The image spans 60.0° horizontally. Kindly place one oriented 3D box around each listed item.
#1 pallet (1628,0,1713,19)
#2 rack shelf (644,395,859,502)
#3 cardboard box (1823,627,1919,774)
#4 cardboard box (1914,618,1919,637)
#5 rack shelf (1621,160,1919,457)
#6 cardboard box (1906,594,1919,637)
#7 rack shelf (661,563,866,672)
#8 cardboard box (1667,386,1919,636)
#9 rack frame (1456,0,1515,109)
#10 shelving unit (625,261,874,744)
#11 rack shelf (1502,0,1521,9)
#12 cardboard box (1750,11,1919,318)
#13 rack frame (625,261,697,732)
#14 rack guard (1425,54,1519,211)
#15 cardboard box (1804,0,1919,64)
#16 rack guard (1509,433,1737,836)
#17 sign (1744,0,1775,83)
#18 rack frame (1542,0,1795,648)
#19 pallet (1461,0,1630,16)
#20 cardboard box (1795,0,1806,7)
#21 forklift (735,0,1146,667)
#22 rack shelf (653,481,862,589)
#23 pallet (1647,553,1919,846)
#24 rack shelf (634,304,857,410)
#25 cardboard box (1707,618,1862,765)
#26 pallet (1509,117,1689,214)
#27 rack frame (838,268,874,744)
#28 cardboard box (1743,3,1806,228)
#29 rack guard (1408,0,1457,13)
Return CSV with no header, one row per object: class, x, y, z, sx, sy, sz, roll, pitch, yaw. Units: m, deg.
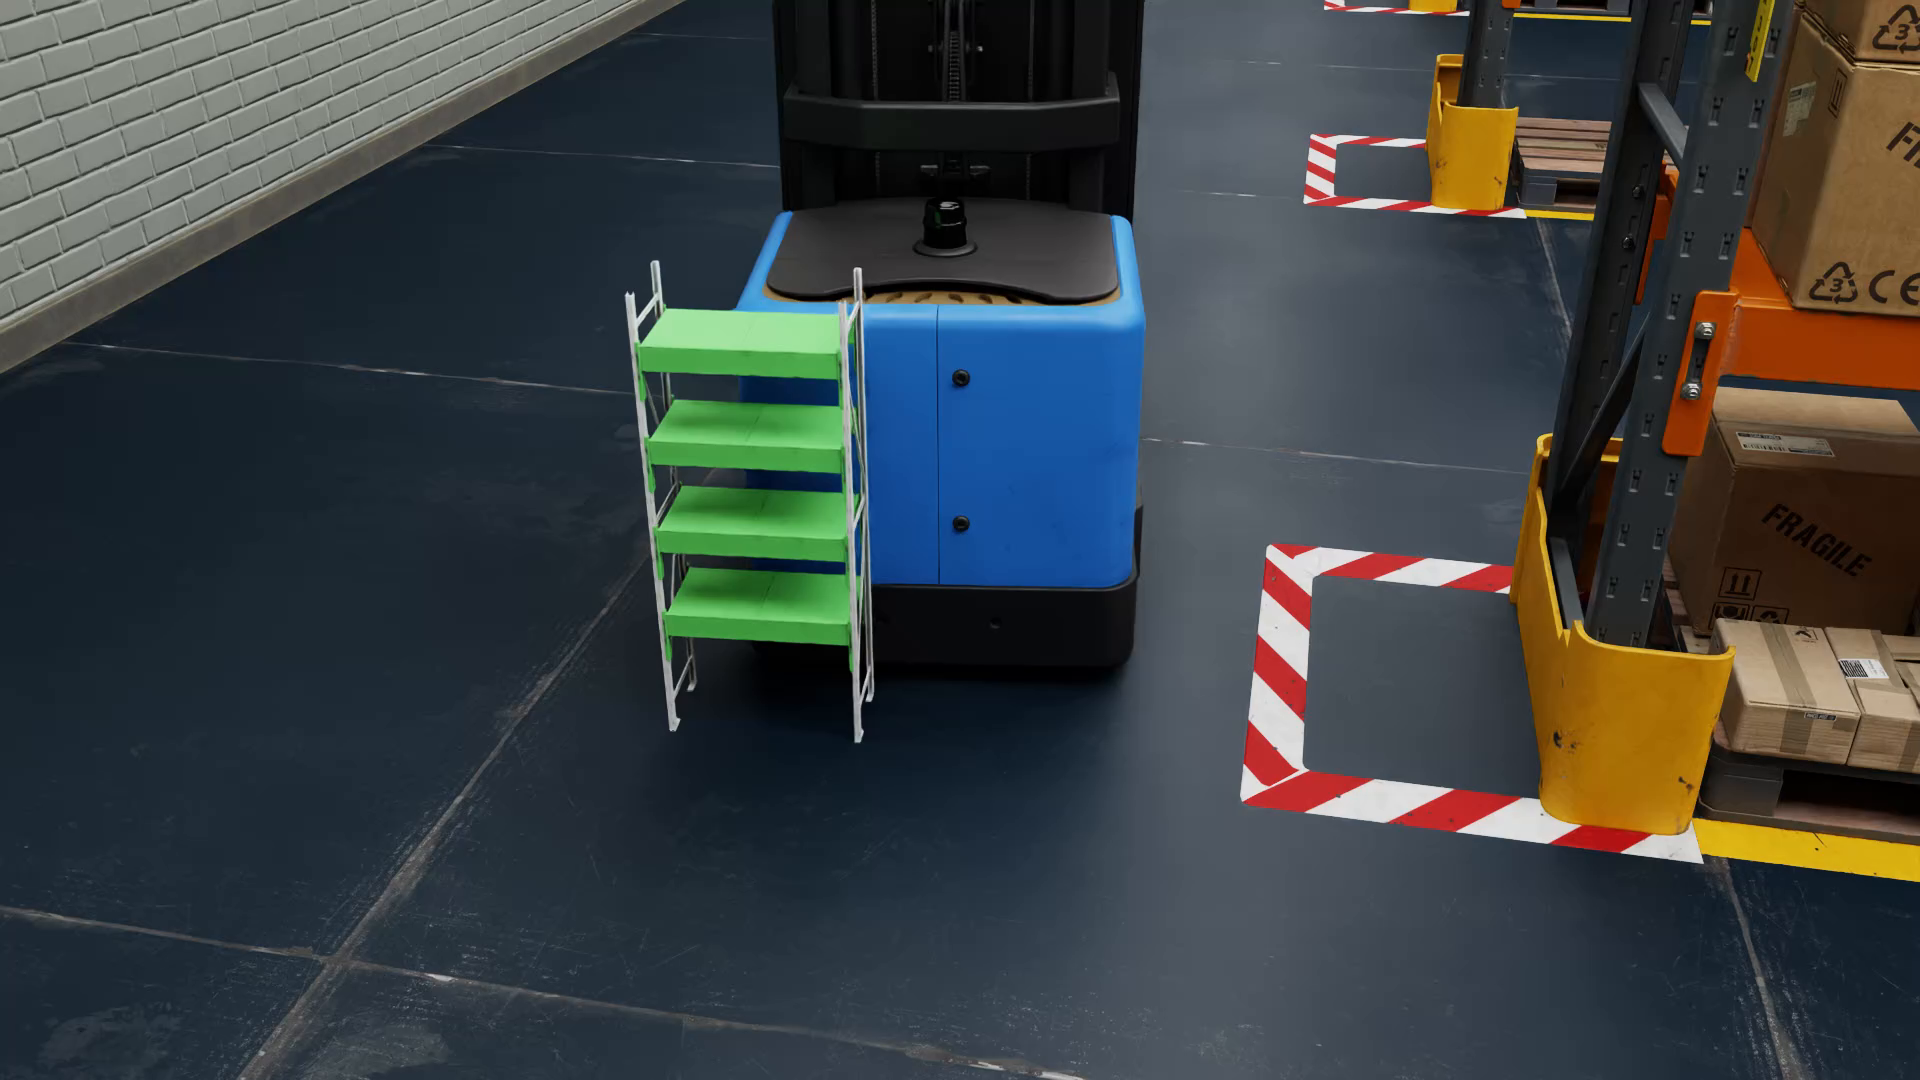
pallet,5.685,-4.166,12.641,1.213,0.211,1.003,6,29,11
rack shelf,-0.495,-0.225,4.044,0.480,0.148,0.258,3,29,5
cardboard box,2.207,0.374,3.936,0.250,0.166,0.380,6,29,11
cardboard box,2.586,0.346,3.899,0.500,0.250,0.500,6,29,11
rack shelf,3.581,-0.388,3.585,4.000,0.370,1.077,6,29,11
cardboard box,2.585,0.167,4.314,0.250,0.166,0.380,6,29,11
rack shelf,-0.495,0.196,4.275,0.480,0.148,0.258,3,29,5
cardboard box,2.208,-0.062,4.385,0.500,0.500,0.500,6,29,11
rack frame,2.663,-3.230,8.027,0.127,3.000,1.000,6,29,11
shelving unit,-0.495,-0.071,4.129,0.503,1.200,0.258,3,29,5
rack shelf,4.619,-2.714,7.833,4.000,0.370,1.077,6,29,11
cardboard box,2.004,-0.780,3.447,0.500,0.500,0.500,6,29,12
rack frame,-0.738,-0.083,4.151,0.015,1.200,0.240,3,29,5
rack guard,2.637,-2.130,8.620,0.348,0.500,1.175,6,29,11
cardboard box,2.004,-1.219,3.207,0.500,0.500,0.500,7,29,12
rack guard,1.699,0.200,4.365,0.348,0.500,1.175,6,29,11
sign,1.512,-1.029,3.105,0.005,0.325,0.100,6,29,11
rack frame,1.625,-0.904,3.779,0.127,3.000,1.000,6,29,11
pallet,4.496,-4.290,12.866,1.213,0.211,1.003,6,29,11
cardboard box,2.118,-1.471,3.669,0.500,0.500,0.500,6,29,10
forklift,0.004,-1.614,5.145,1.130,2.935,3.031,1,29,2
rack shelf,-0.495,-0.015,4.159,0.480,0.148,0.258,3,29,5
pallet,2.479,0.406,4.289,1.213,0.211,1.003,6,29,11
rack shelf,-0.495,-0.435,3.928,0.480,0.148,0.258,3,29,5
cardboard box,1.963,0.356,3.986,0.250,0.149,0.380,6,29,11
pallet,3.461,-1.906,8.512,1.213,0.211,1.003,6,29,11
rack frame,-0.252,-0.058,4.107,0.015,1.200,0.240,3,29,5
cardboard box,2.120,-1.031,3.906,0.500,0.500,0.500,7,29,12
rack guard,3.674,-4.462,12.880,0.348,0.500,1.175,6,29,11
